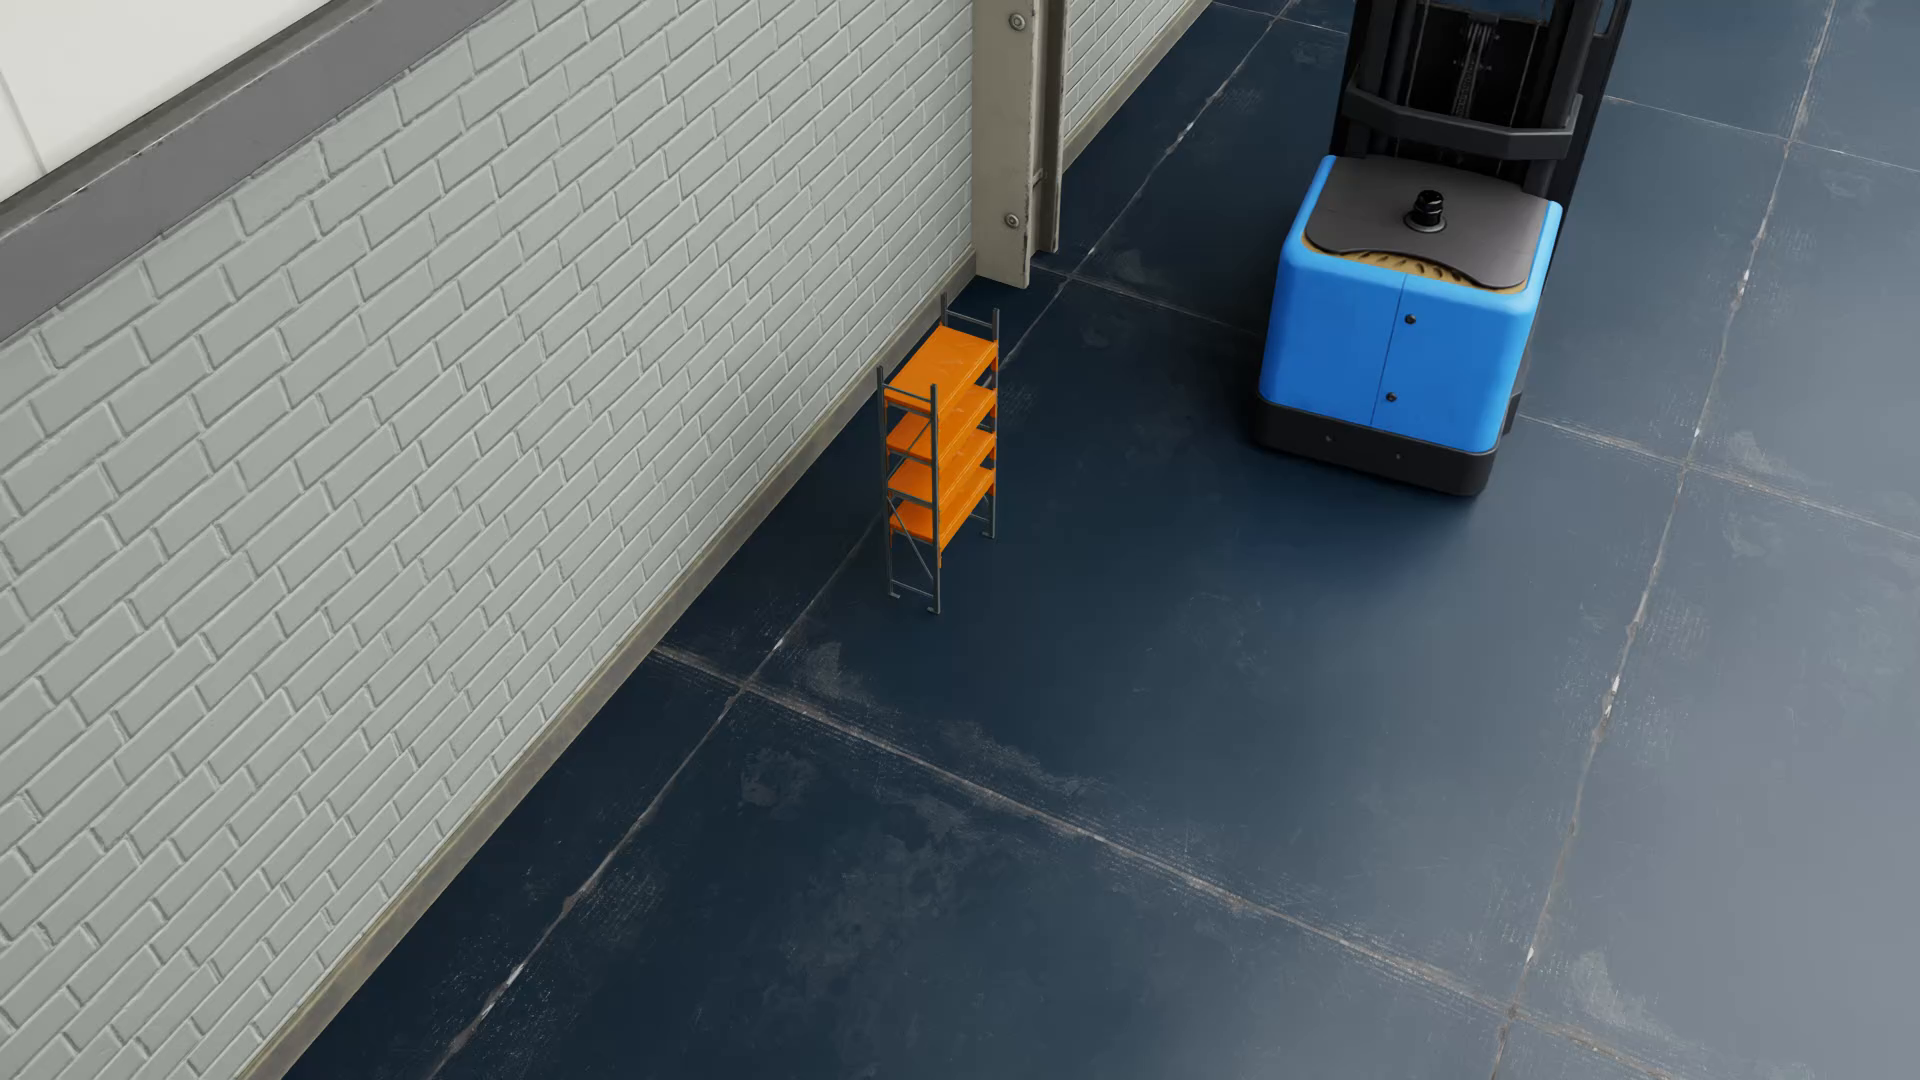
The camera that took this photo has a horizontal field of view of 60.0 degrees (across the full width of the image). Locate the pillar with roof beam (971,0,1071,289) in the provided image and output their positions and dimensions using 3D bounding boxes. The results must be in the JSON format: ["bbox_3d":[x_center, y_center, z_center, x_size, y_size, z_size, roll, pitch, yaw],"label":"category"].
[{"bbox_3d":[4.089,-3.163,3.829,9.100,9.000,0.400,20,49,19],"label":"pillar with roof beam"}]

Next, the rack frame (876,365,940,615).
[{"bbox_3d":[-0.190,-0.164,6.348,0.240,1.200,0.015,20,49,19],"label":"rack frame"}]

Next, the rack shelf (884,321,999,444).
[{"bbox_3d":[-0.077,-0.594,6.221,0.258,0.148,0.480,20,49,19],"label":"rack shelf"}]

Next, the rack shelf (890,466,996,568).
[{"bbox_3d":[-0.077,-0.131,6.689,0.258,0.148,0.480,20,49,19],"label":"rack shelf"}]

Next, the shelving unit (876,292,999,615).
[{"bbox_3d":[-0.077,-0.317,6.500,0.258,1.200,0.503,20,49,19],"label":"shelving unit"}]

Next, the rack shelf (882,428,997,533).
[{"bbox_3d":[-0.077,-0.270,6.548,0.258,0.148,0.480,20,49,19],"label":"rack shelf"}]

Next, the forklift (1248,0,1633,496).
[{"bbox_3d":[2.306,-2.281,7.223,1.130,2.935,3.031,16,48,15],"label":"forklift"}]

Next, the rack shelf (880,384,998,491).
[{"bbox_3d":[-0.077,-0.427,6.389,0.258,0.148,0.480,20,49,19],"label":"rack shelf"}]

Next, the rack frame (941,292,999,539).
[{"bbox_3d":[0.036,-0.471,6.652,0.240,1.200,0.015,20,49,19],"label":"rack frame"}]
